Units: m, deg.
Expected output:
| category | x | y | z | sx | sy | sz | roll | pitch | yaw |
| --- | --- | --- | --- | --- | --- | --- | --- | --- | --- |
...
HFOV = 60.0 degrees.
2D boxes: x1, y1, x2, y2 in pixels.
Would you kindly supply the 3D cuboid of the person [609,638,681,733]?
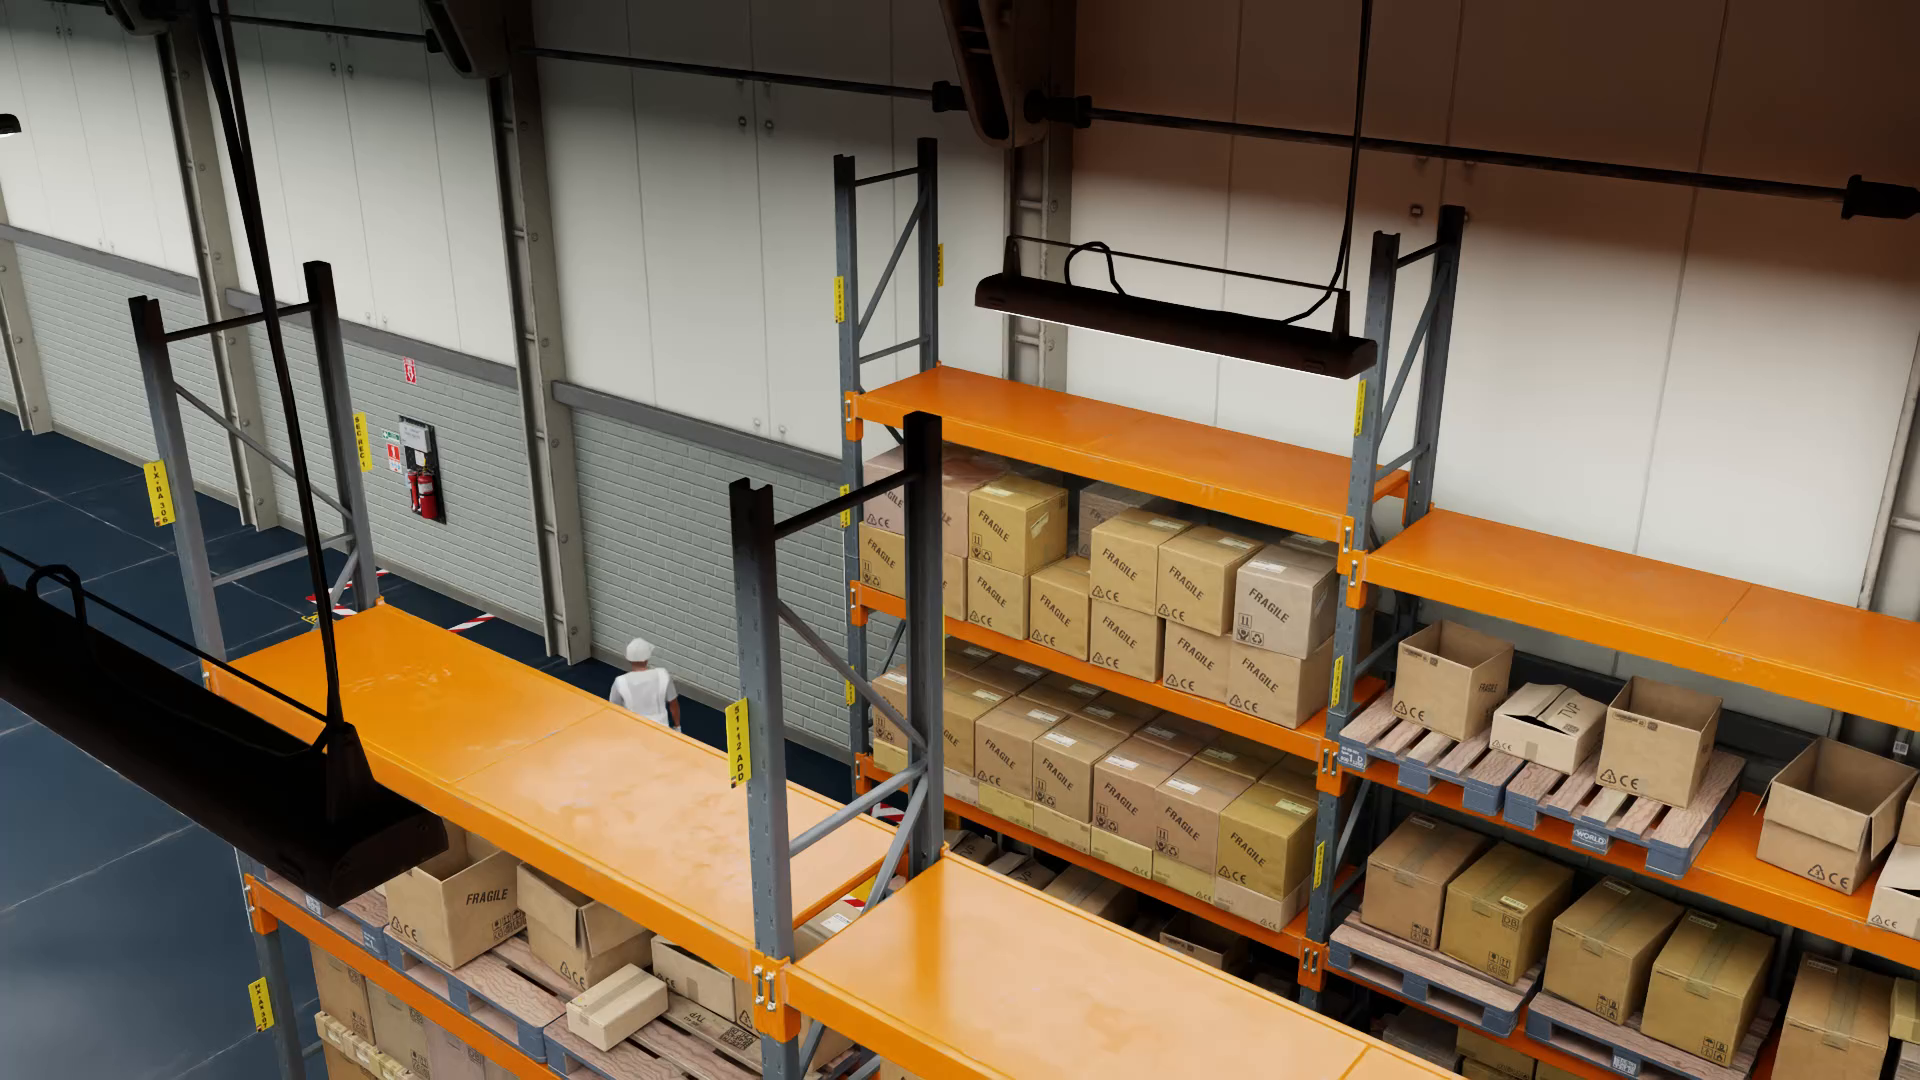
| category | x | y | z | sx | sy | sz | roll | pitch | yaw |
| --- | --- | --- | --- | --- | --- | --- | --- | --- | --- |
| person | -2.743 | 1.666 | 14.407 | 0.582 | 1.823 | 0.758 | -12 | 26 | -27 |
